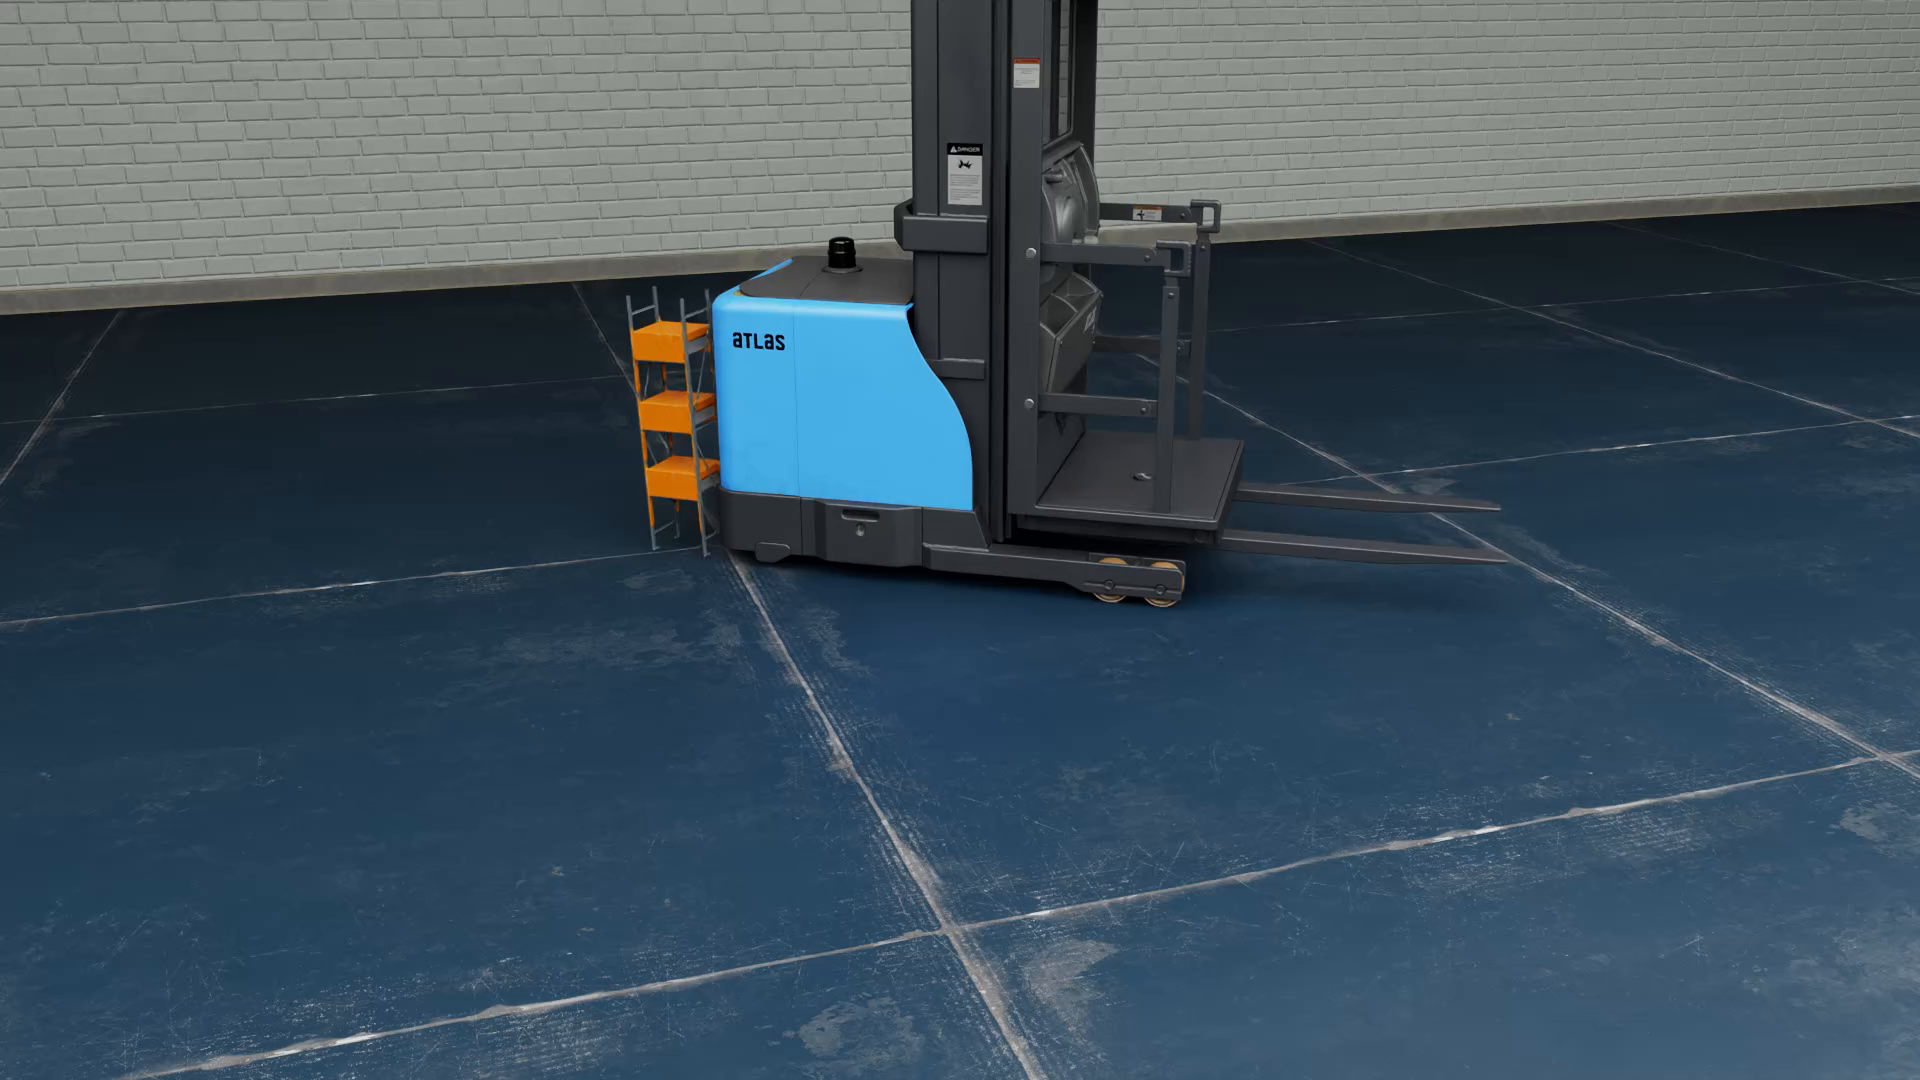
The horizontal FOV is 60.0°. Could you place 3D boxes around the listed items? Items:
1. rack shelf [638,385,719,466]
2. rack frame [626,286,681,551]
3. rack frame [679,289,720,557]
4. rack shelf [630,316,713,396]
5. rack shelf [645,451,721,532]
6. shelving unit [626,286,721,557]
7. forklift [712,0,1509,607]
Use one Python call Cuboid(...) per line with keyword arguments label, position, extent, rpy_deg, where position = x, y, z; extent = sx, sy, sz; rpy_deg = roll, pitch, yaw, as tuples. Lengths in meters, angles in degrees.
Cuboid(label="rack shelf", position=(-1.120, -0.460, 6.659), extent=(0.240, 0.259, 0.215), rpy_deg=(7, 22, 23))
Cuboid(label="rack frame", position=(-1.232, -0.483, 6.703), extent=(0.008, 1.050, 0.200), rpy_deg=(7, 22, 23))
Cuboid(label="rack frame", position=(-1.008, -0.457, 6.608), extent=(0.008, 1.050, 0.200), rpy_deg=(7, 22, 23))
Cuboid(label="rack shelf", position=(-1.130, -0.727, 6.563), extent=(0.240, 0.259, 0.215), rpy_deg=(7, 22, 23))
Cuboid(label="rack shelf", position=(-1.109, -0.199, 6.753), extent=(0.240, 0.259, 0.215), rpy_deg=(7, 22, 23))
Cuboid(label="shelving unit", position=(-1.120, -0.470, 6.655), extent=(0.252, 1.050, 0.215), rpy_deg=(7, 22, 23))
Cuboid(label="forklift", position=(0.610, -1.327, 6.275), extent=(3.031, 2.935, 1.130), rpy_deg=(5, 20, 13))
